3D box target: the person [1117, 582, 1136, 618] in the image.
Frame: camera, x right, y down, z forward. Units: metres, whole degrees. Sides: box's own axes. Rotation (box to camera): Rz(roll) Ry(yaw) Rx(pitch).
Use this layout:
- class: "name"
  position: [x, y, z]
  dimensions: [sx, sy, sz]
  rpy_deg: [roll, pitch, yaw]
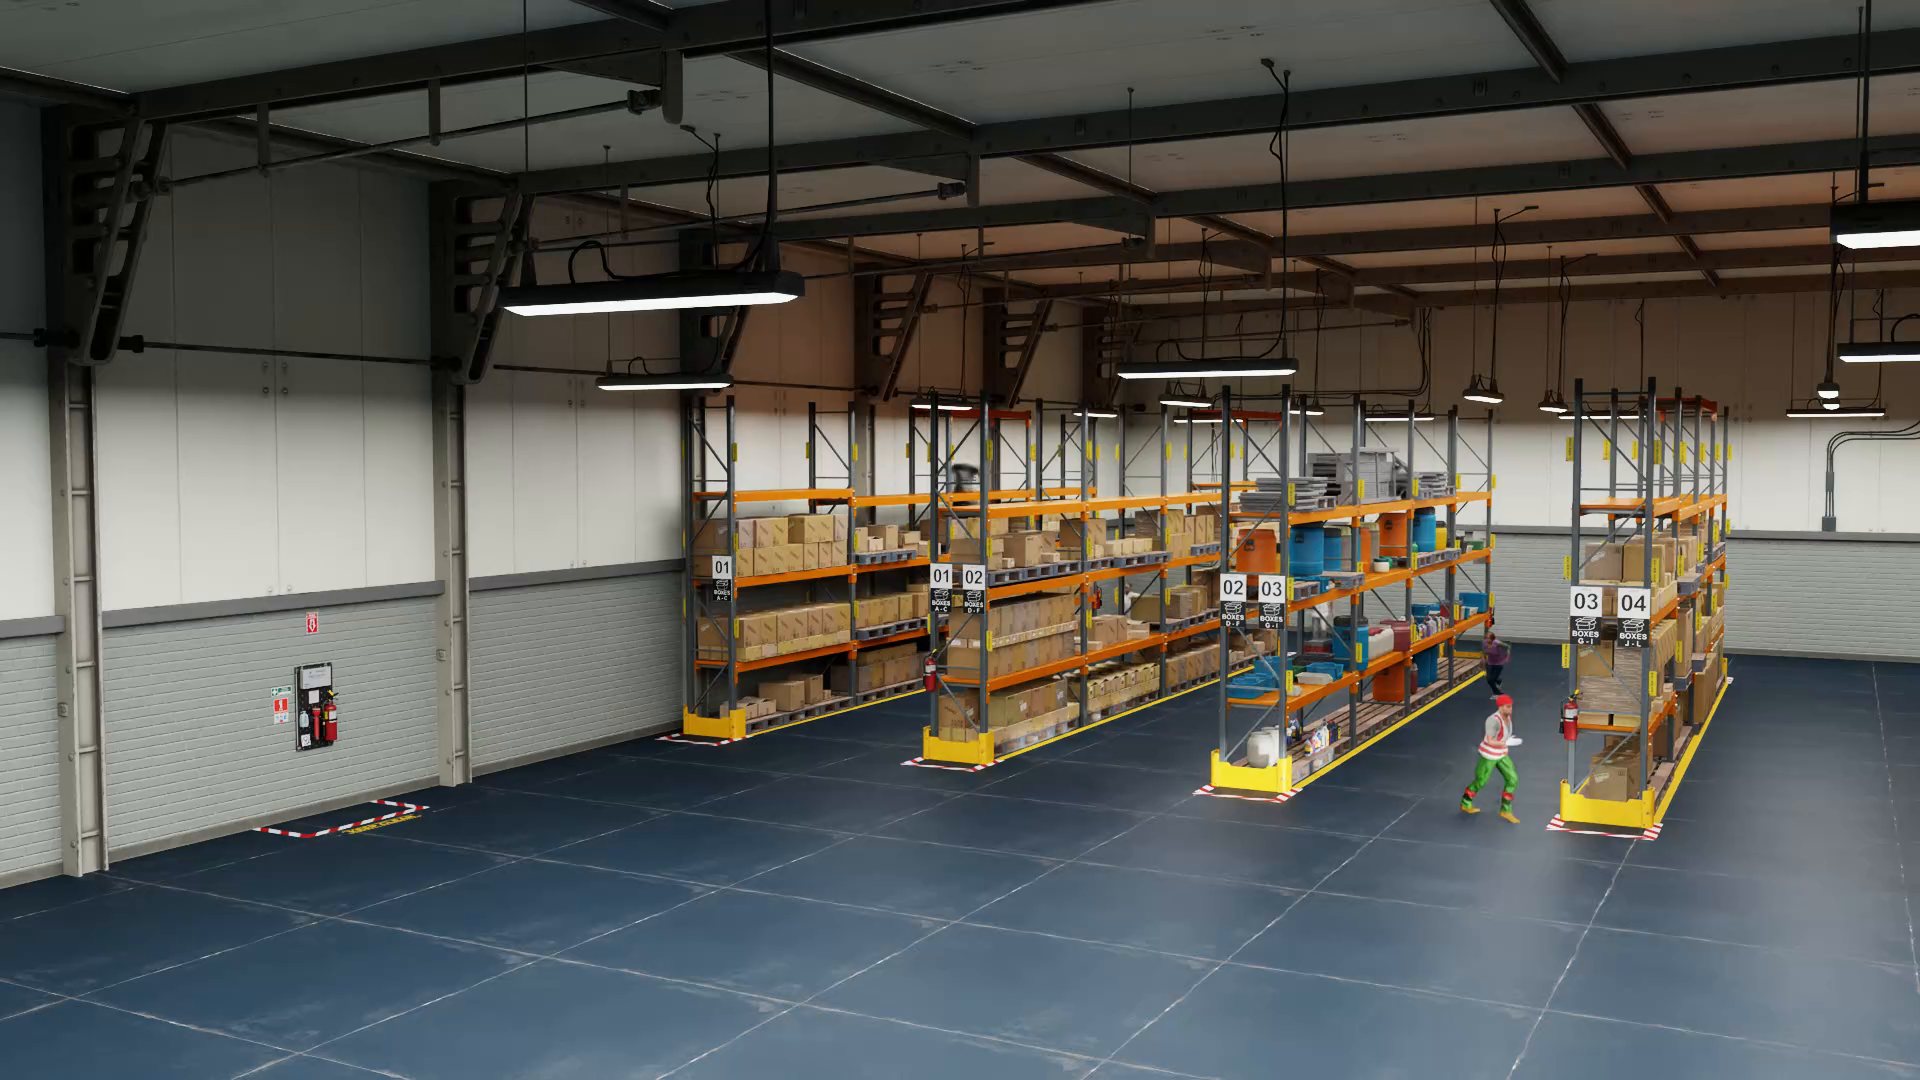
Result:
- class: "person"
  position: [4.236, 1.926, 41.797]
  dimensions: [0.613, 1.775, 0.969]
  rpy_deg: [1, 3, 18]

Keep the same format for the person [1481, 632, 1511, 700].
- class: "person"
  position: [10.799, 2.537, 33.516]
  dimensions: [0.567, 1.421, 0.757]
  rpy_deg: [2, 4, 37]

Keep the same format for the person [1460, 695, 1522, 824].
- class: "person"
  position: [7.253, 2.945, 22.542]
  dimensions: [0.696, 1.751, 0.991]
  rpy_deg: [-2, 4, -35]

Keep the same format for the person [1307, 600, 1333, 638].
- class: "person"
  position: [8.993, 1.932, 41.608]
  dimensions: [0.683, 1.824, 0.847]
  rpy_deg: [1, 3, 10]
